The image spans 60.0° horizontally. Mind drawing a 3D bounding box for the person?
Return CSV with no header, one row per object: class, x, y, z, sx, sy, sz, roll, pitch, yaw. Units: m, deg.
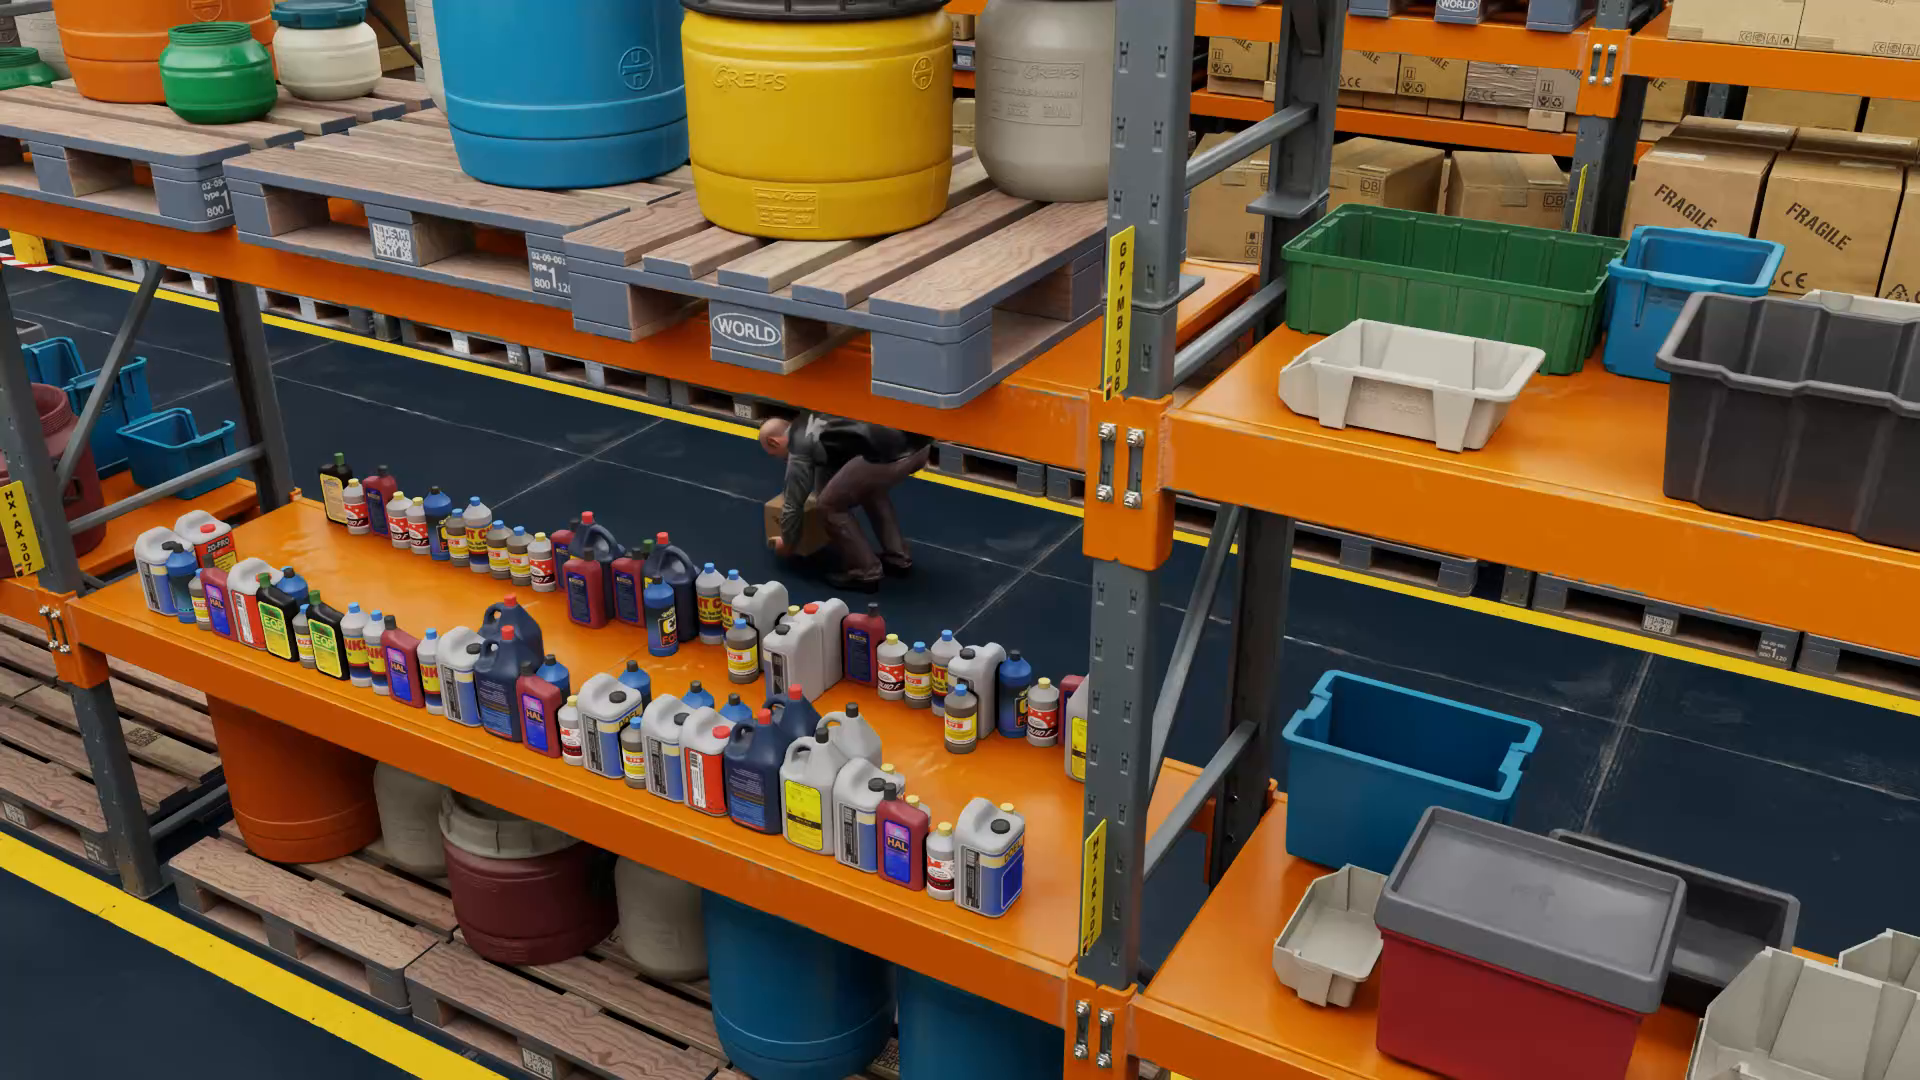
person,-0.599,-0.285,8.513,0.948,1.014,0.489,13,29,24
